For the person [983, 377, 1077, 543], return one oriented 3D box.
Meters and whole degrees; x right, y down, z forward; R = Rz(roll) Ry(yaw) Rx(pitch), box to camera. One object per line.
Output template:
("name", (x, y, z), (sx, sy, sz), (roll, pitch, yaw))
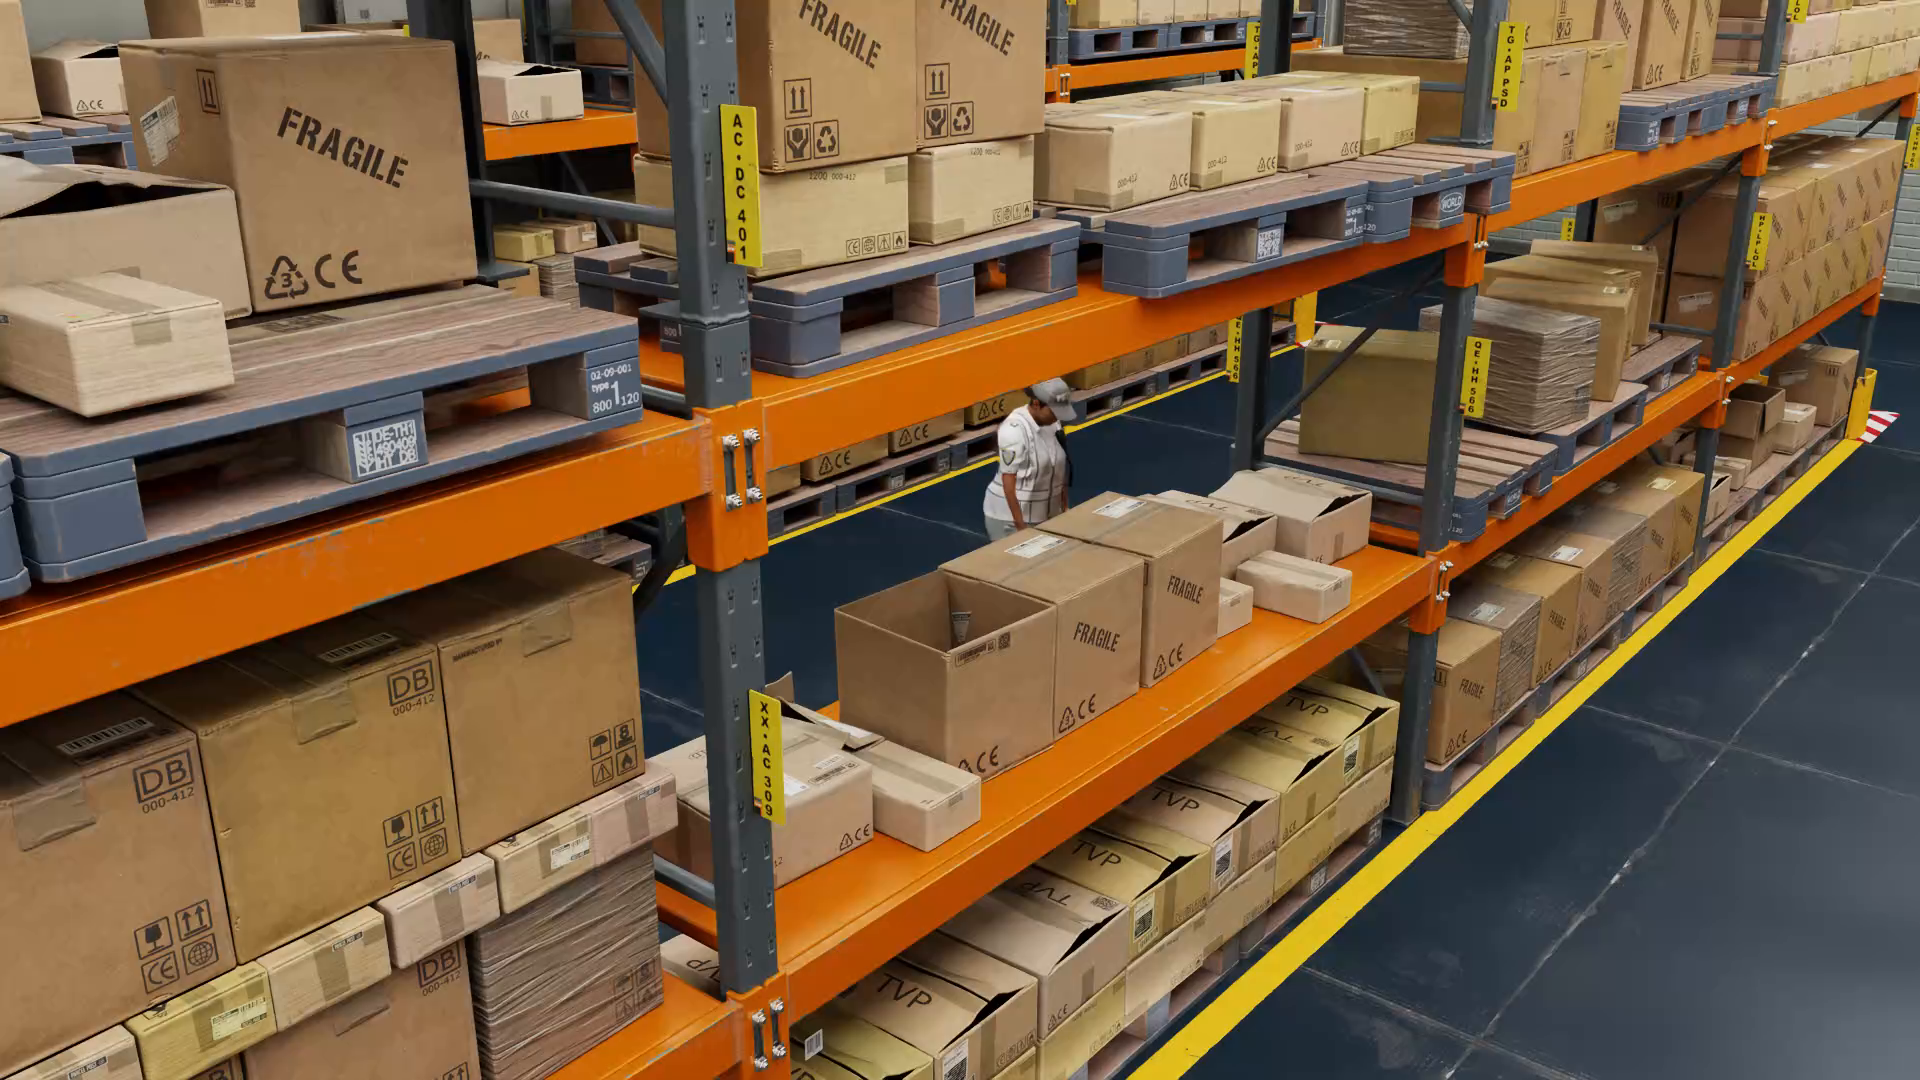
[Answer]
("person", (0.399, -0.109, 8.951), (0.479, 1.620, 0.496), (17, 26, 38))
